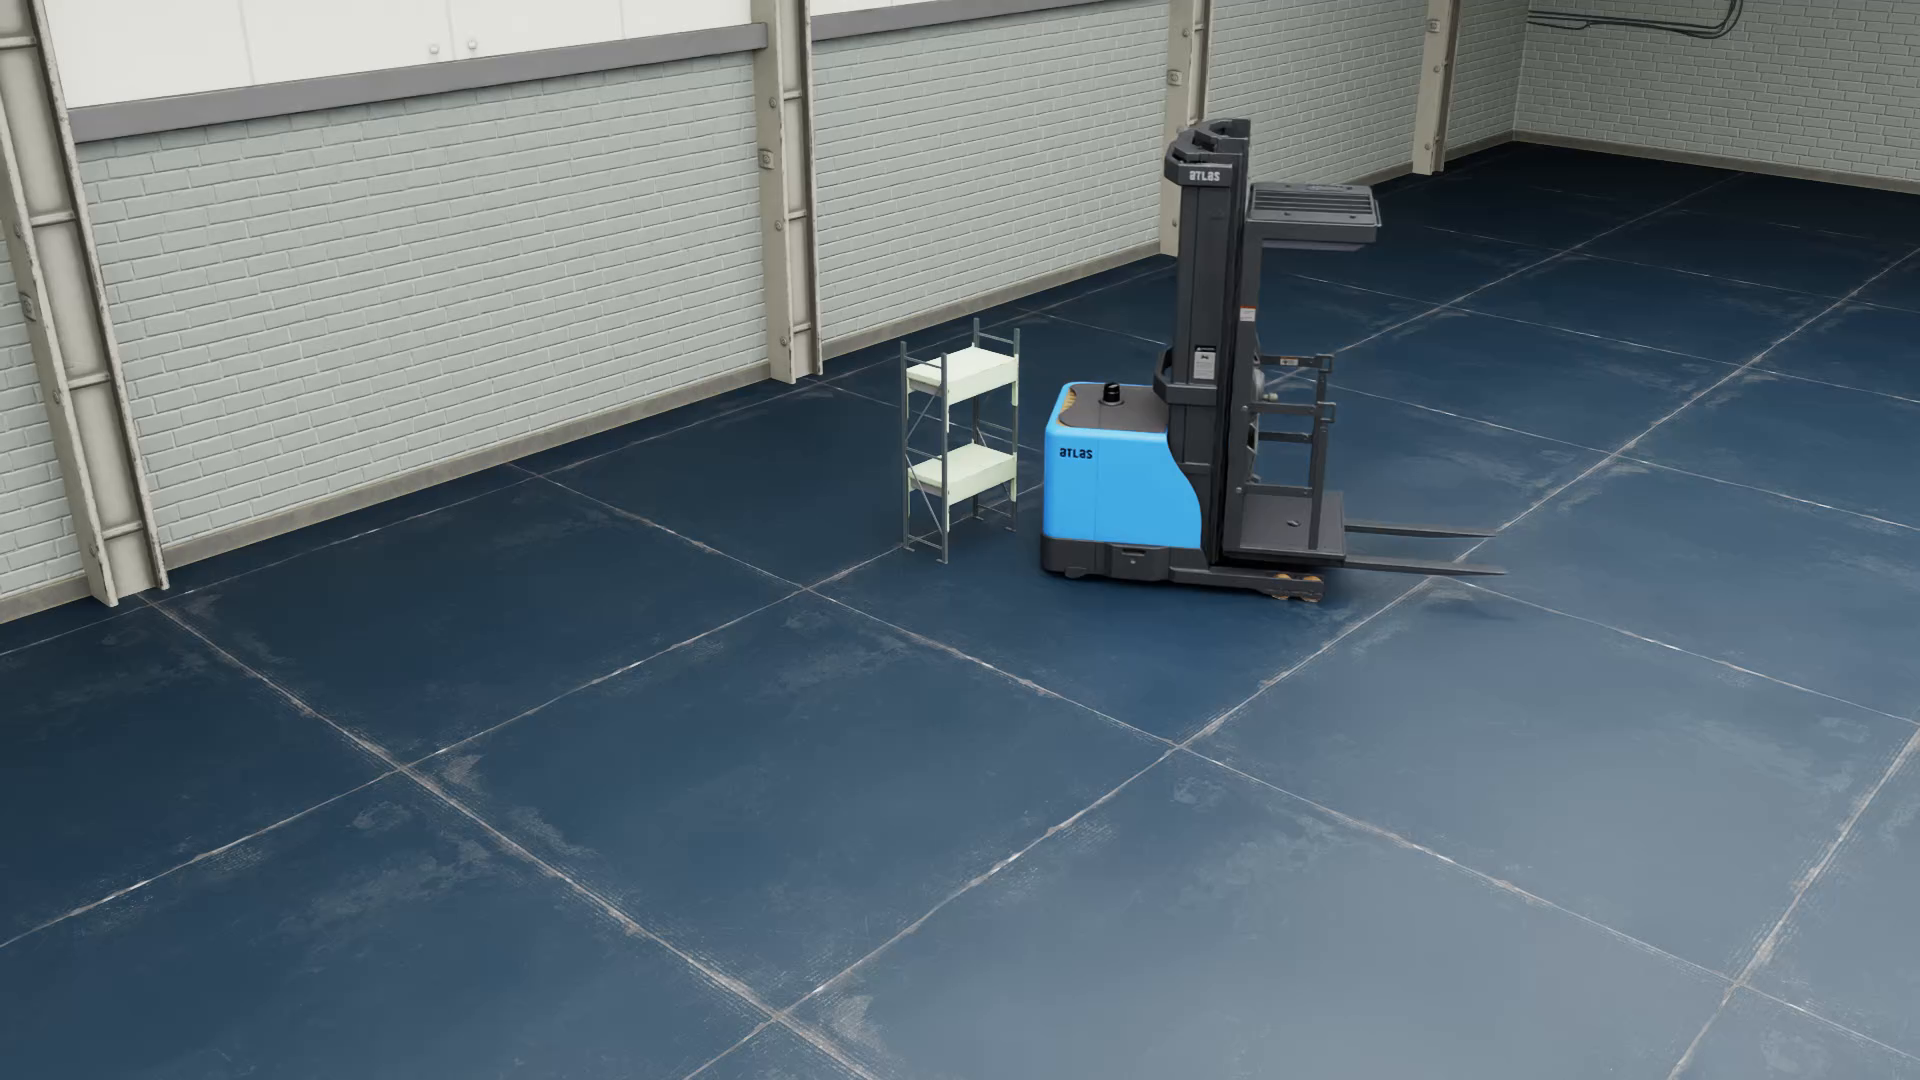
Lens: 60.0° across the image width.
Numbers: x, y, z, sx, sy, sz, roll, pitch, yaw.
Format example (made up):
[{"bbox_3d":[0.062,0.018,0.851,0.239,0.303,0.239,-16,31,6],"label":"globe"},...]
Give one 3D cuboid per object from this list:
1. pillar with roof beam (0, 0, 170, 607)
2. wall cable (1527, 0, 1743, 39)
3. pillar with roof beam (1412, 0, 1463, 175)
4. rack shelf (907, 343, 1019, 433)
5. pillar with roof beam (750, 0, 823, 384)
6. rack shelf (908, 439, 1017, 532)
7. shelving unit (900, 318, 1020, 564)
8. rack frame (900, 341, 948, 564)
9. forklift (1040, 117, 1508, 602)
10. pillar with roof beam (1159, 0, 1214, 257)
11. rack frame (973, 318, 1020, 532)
[{"bbox_3d":[-2.287,-2.597,6.544,9.100,9.000,0.400,20,31,38],"label":"pillar with roof beam"},{"bbox_3d":[9.472,-8.377,23.229,3.097,2.526,0.112,20,31,38],"label":"wall cable"},{"bbox_3d":[9.727,-8.082,18.775,9.100,9.000,0.400,20,31,38],"label":"pillar with roof beam"},{"bbox_3d":[0.004,-1.042,11.288,0.431,0.370,0.720,20,31,38],"label":"rack shelf"},{"bbox_3d":[1.718,-4.425,10.621,9.100,9.000,0.400,20,31,38],"label":"pillar with roof beam"},{"bbox_3d":[0.004,-0.389,11.581,0.431,0.370,0.720,20,31,38],"label":"rack shelf"},{"bbox_3d":[0.004,-0.686,11.448,0.431,1.500,0.755,20,31,38],"label":"shelving unit"},{"bbox_3d":[-0.240,-0.575,11.199,0.400,1.500,0.023,20,31,38],"label":"rack frame"},{"bbox_3d":[2.107,-1.169,10.774,3.031,2.935,1.130,4,25,10],"label":"forklift"},{"bbox_3d":[5.722,-6.253,14.698,9.100,9.000,0.400,20,31,38],"label":"pillar with roof beam"},{"bbox_3d":[0.249,-0.798,11.696,0.400,1.500,0.023,20,31,38],"label":"rack frame"}]
